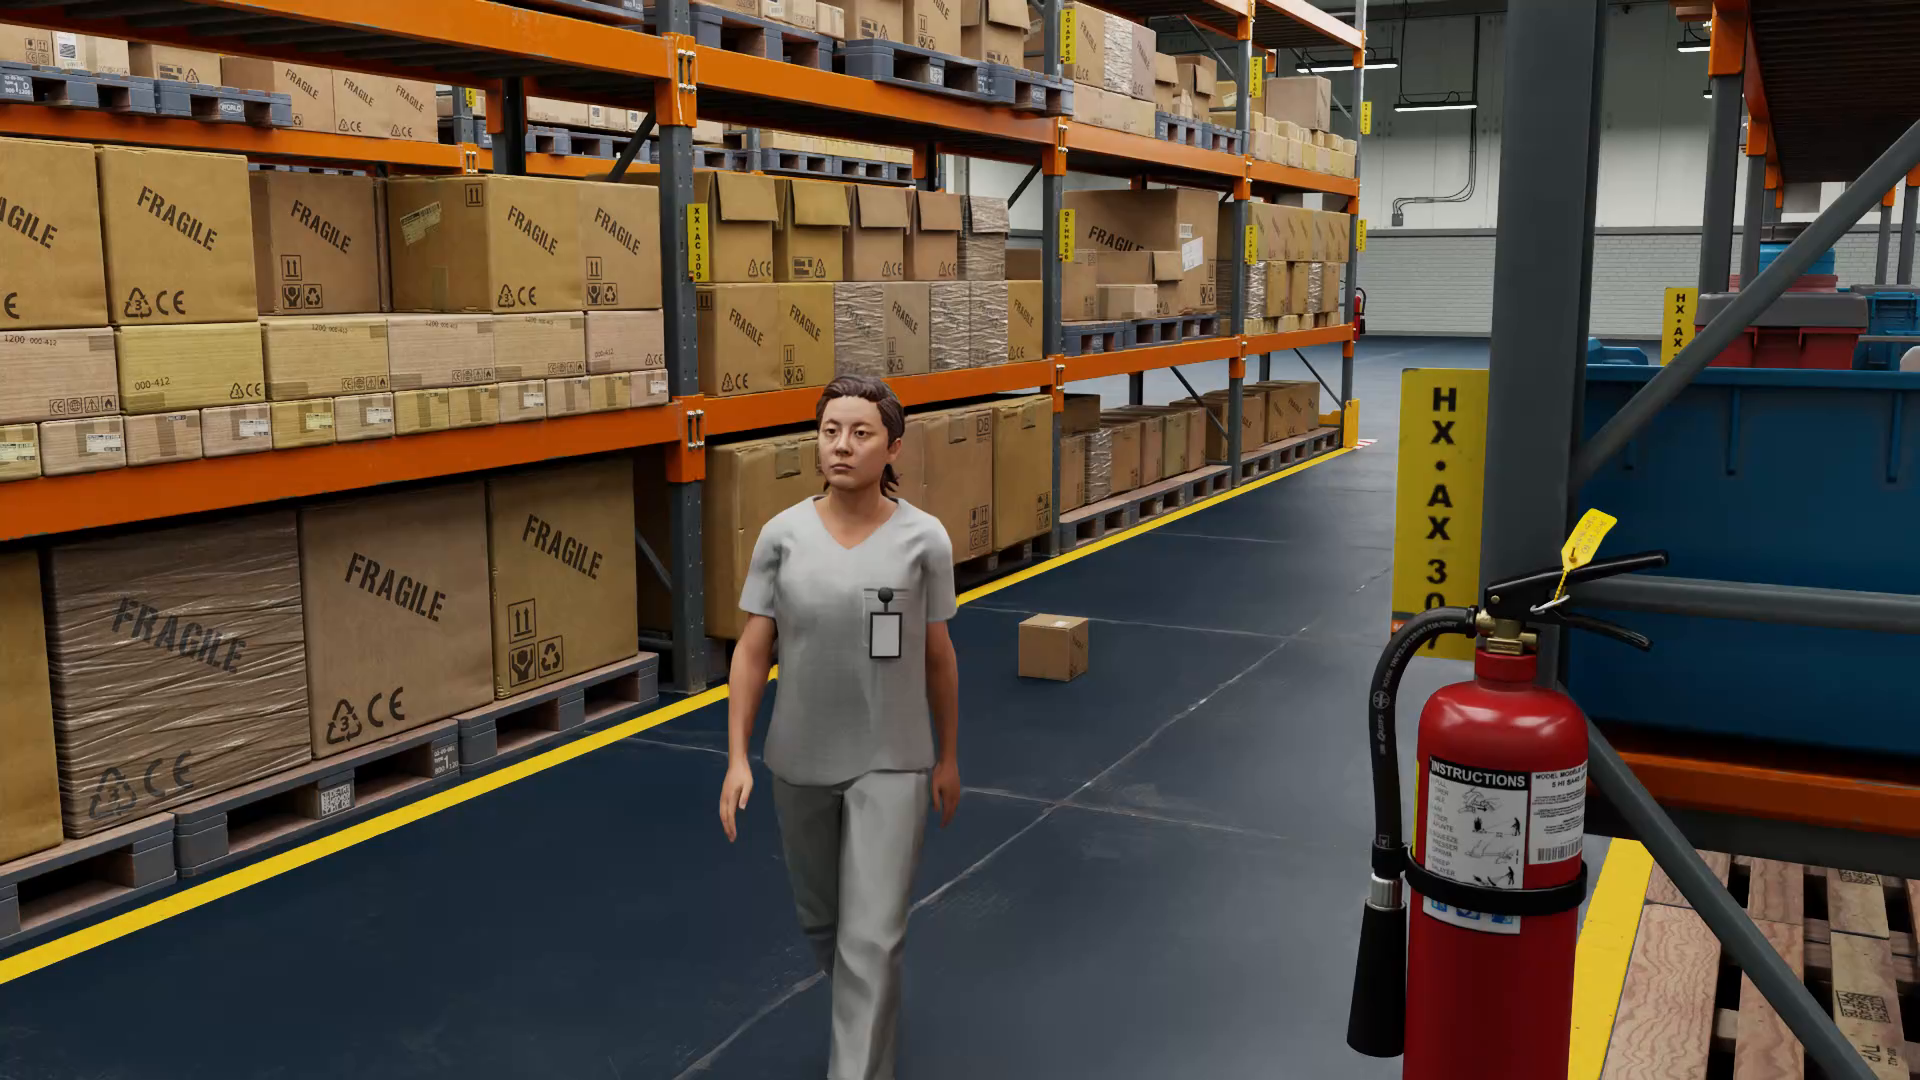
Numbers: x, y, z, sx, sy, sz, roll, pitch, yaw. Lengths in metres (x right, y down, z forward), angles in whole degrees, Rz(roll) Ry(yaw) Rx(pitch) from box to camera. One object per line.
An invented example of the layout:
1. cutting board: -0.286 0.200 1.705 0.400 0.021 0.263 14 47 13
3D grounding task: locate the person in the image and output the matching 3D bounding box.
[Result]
1. person: -0.244 0.469 3.470 0.459 1.625 1.013 1 9 7
